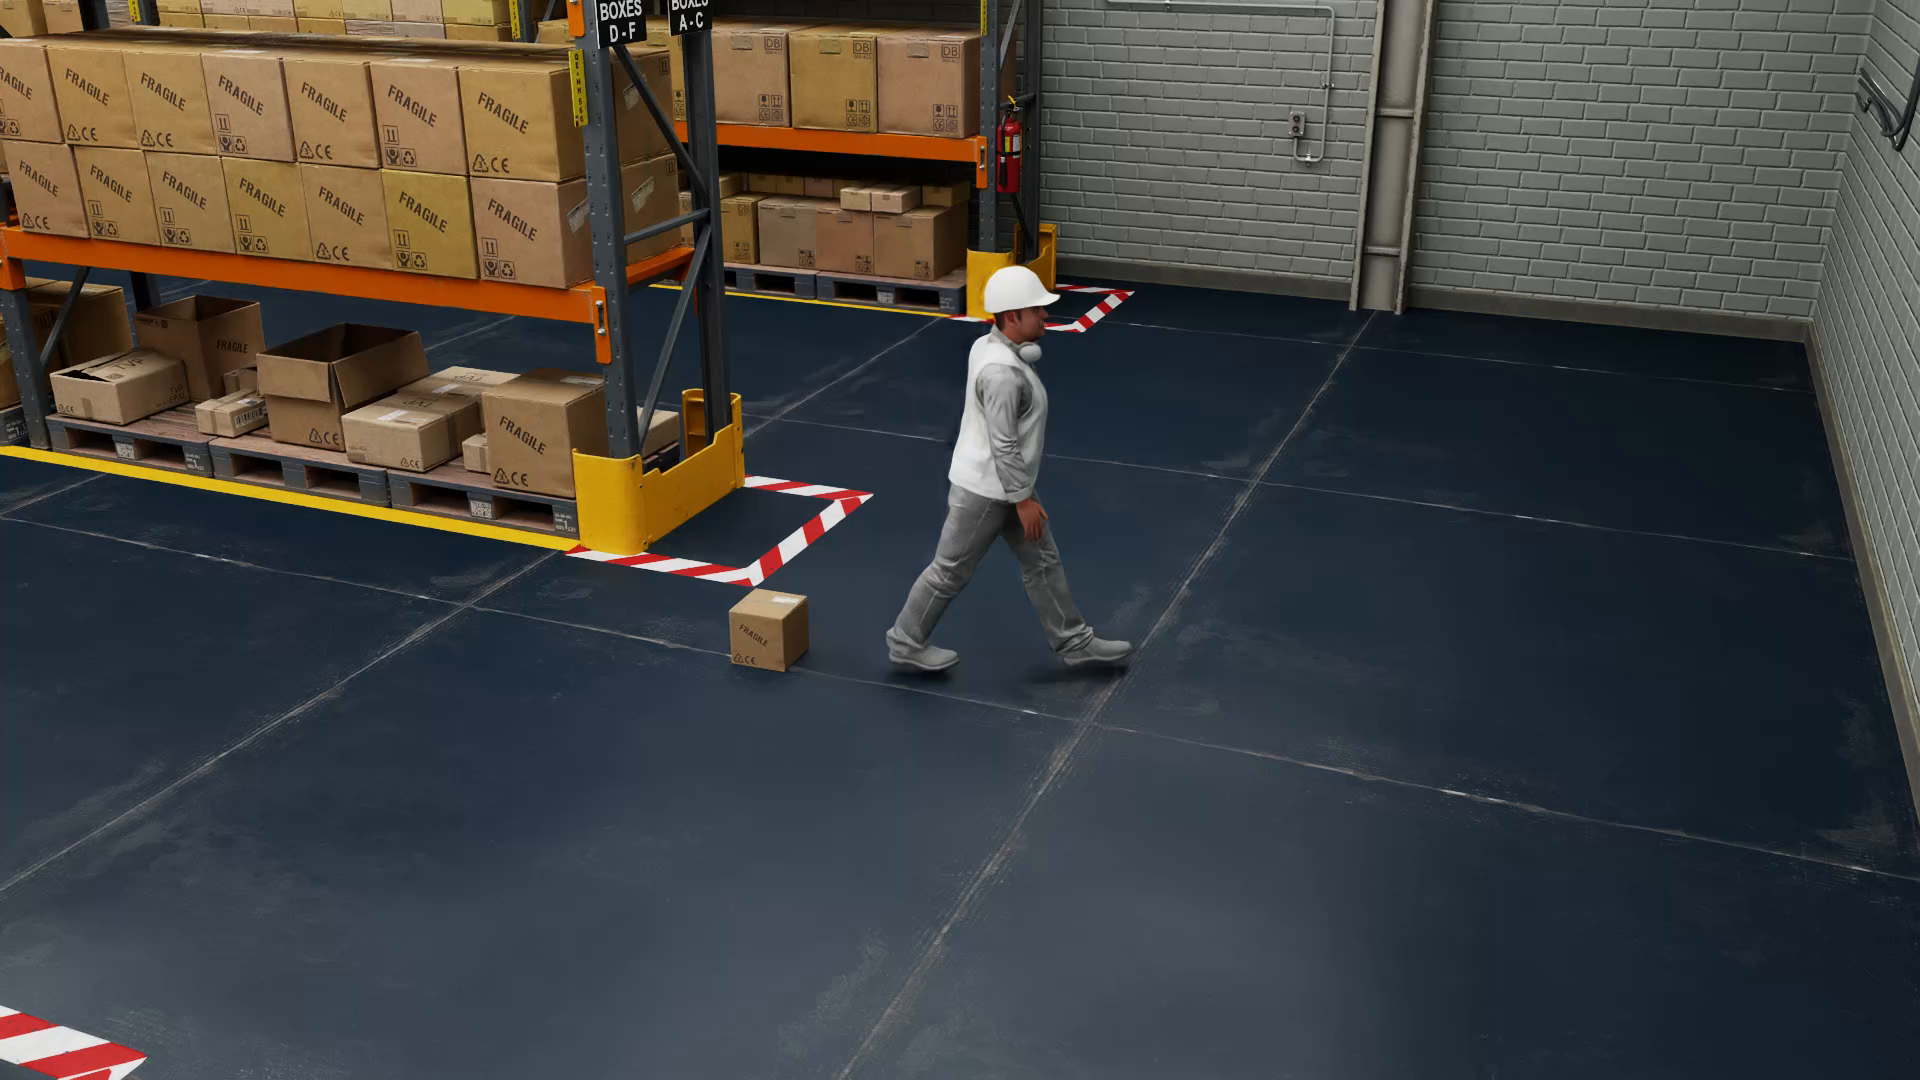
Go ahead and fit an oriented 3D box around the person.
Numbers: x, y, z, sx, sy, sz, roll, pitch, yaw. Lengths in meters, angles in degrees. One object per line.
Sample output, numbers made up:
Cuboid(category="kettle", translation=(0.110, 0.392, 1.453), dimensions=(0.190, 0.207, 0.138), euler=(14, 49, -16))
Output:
Cuboid(category="person", translation=(0.198, -0.247, 6.651), dimensions=(1.029, 1.706, 0.564), euler=(3, 22, 8))
